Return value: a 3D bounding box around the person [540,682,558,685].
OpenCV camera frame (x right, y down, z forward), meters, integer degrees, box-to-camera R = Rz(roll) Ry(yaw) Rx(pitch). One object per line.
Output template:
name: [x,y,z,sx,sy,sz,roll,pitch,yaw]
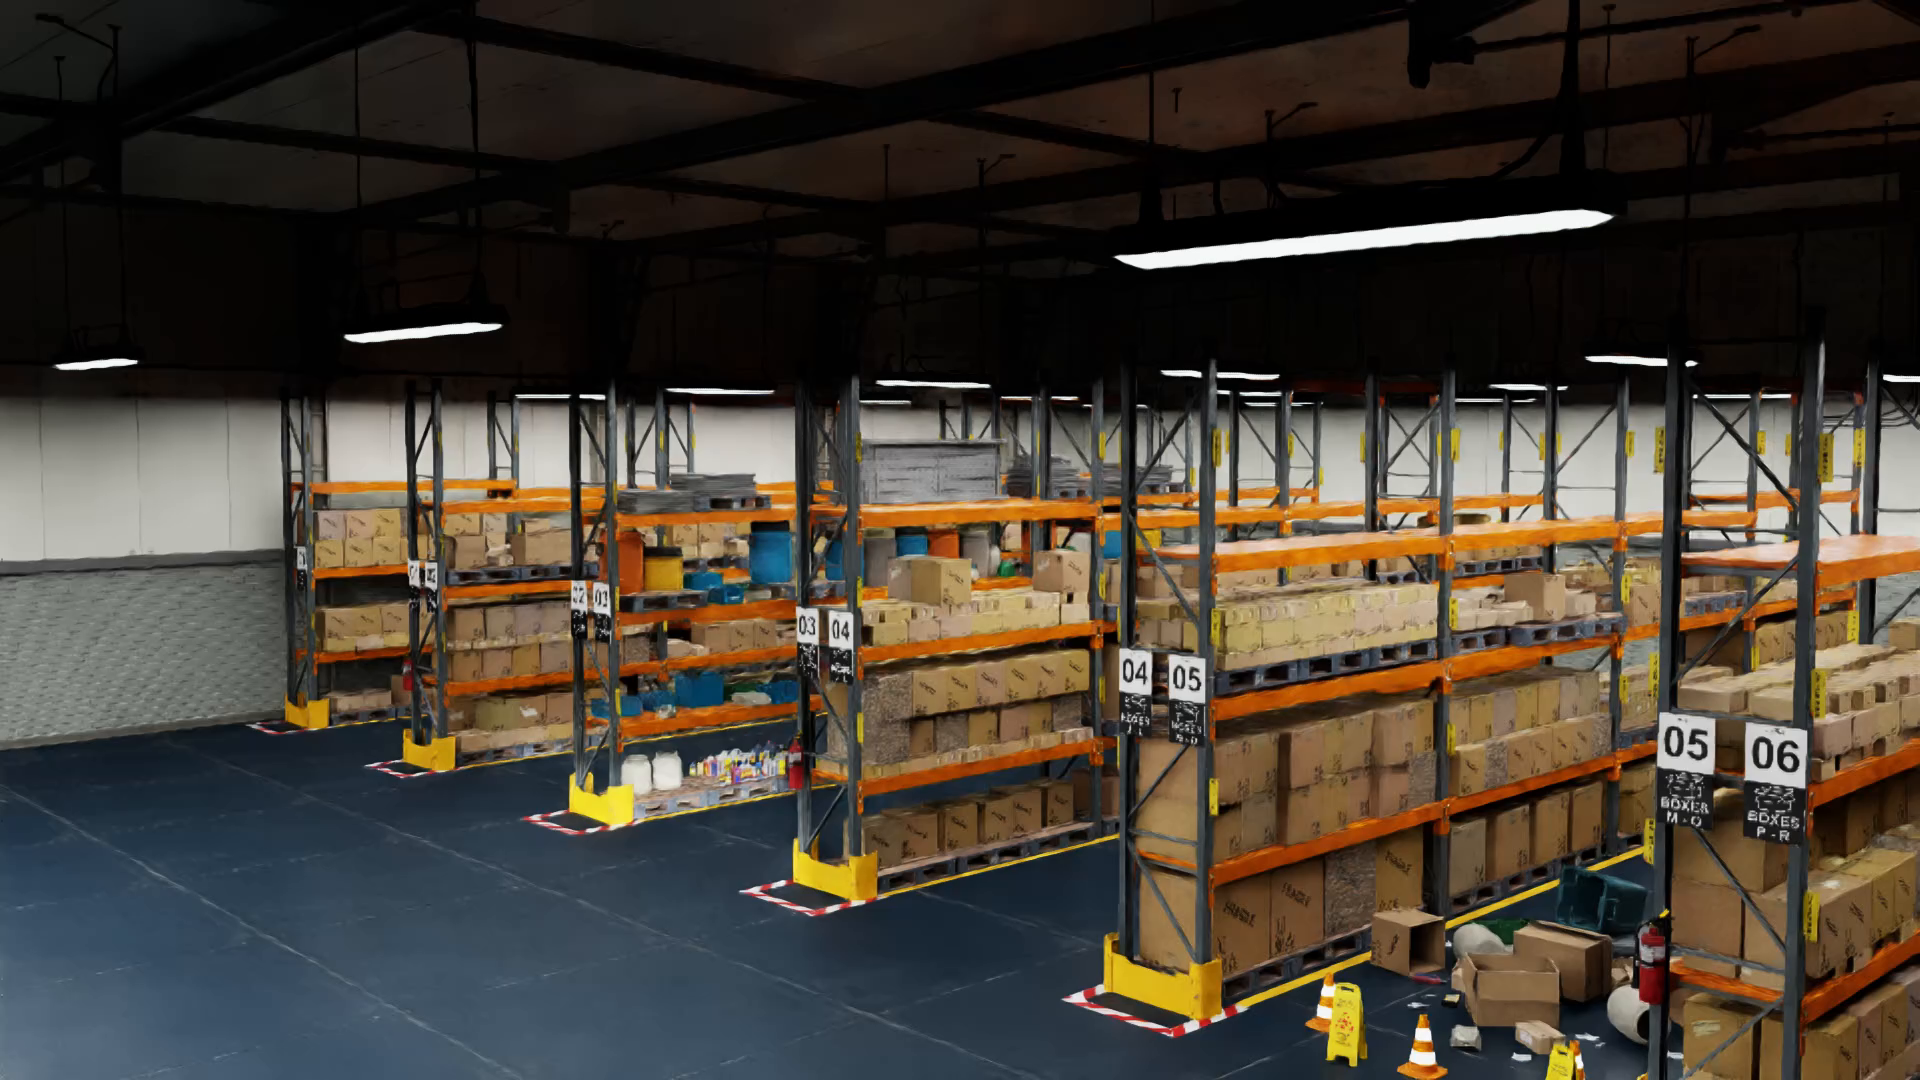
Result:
person: [-7.256,2.474,29.147,0.677,1.674,0.534,4,5,45]
